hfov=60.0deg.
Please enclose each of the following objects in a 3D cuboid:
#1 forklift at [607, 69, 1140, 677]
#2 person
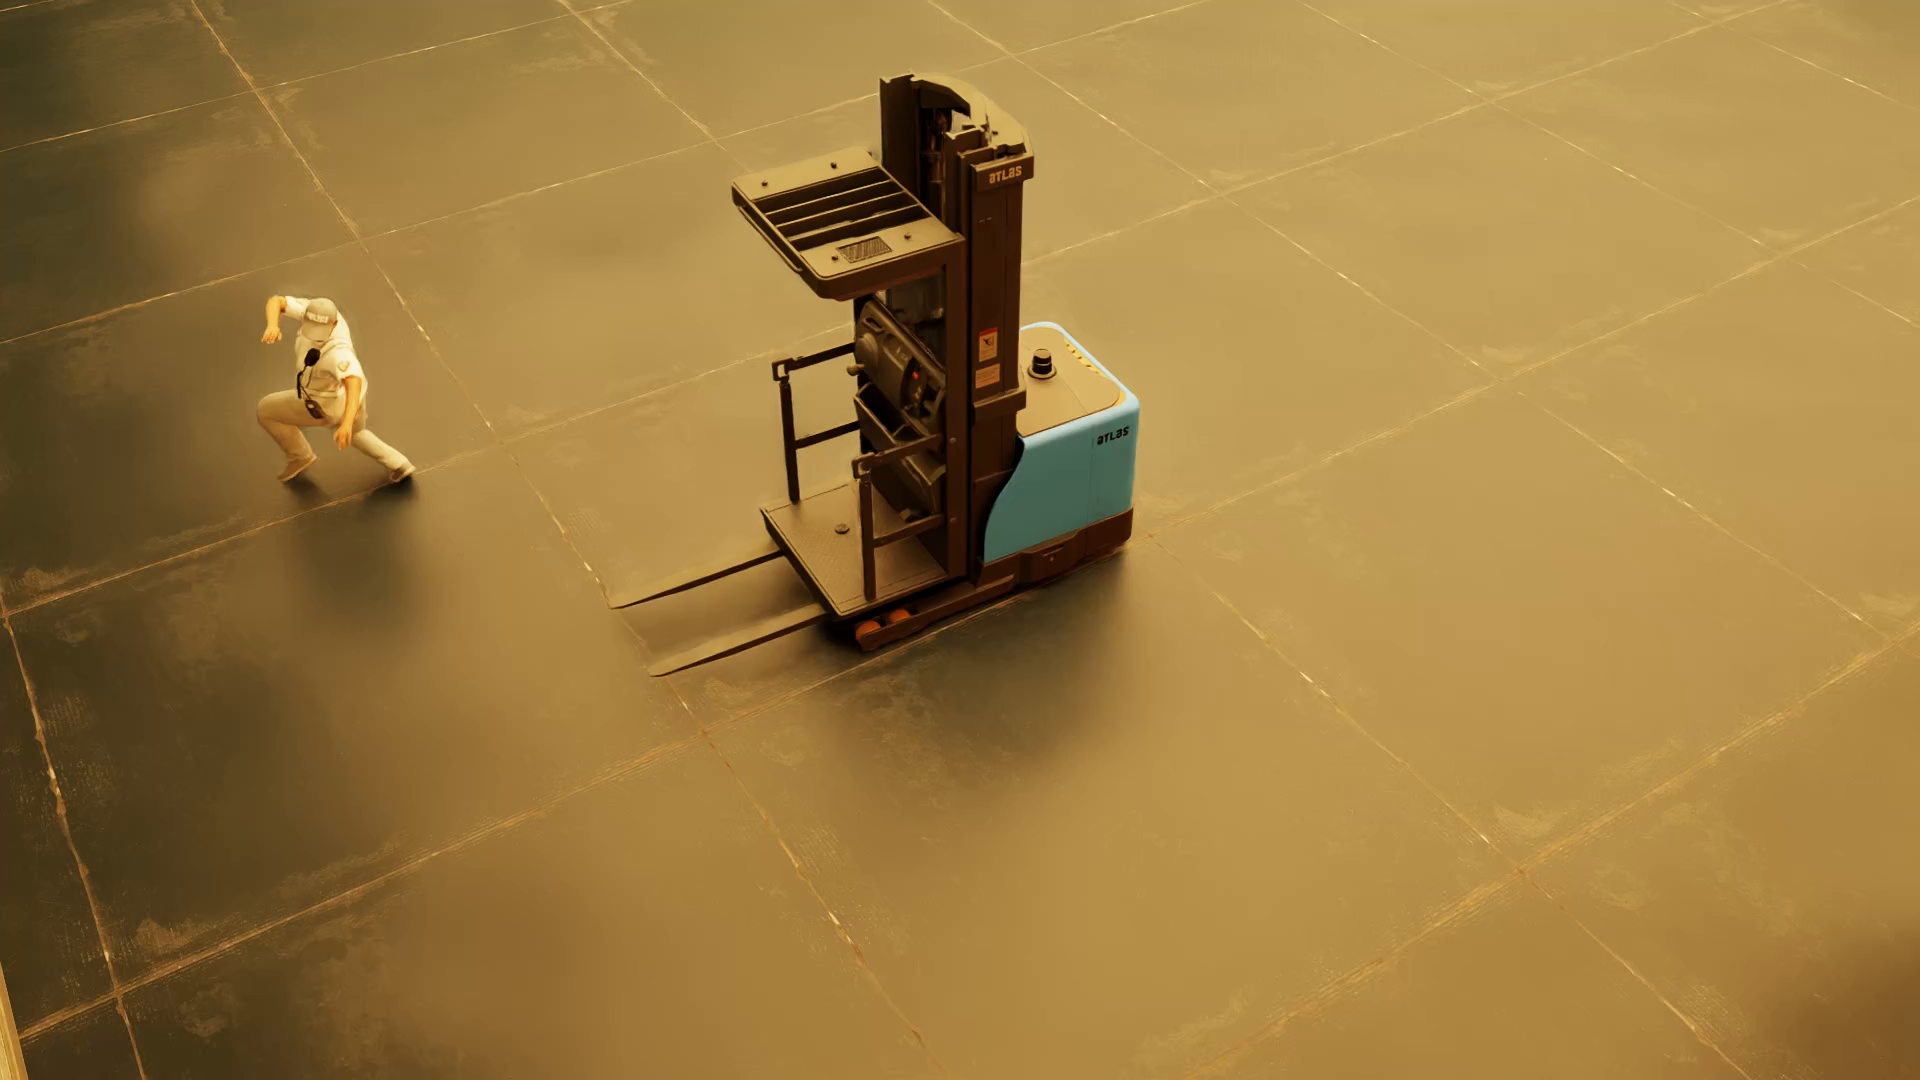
[{"bbox_3d":[-0.506,-0.880,8.878,3.031,2.935,1.130,-20,45,-22],"label":"forklift"},{"bbox_3d":[-3.873,-0.771,9.955,0.933,1.387,0.919,2,41,2],"label":"person"}]
